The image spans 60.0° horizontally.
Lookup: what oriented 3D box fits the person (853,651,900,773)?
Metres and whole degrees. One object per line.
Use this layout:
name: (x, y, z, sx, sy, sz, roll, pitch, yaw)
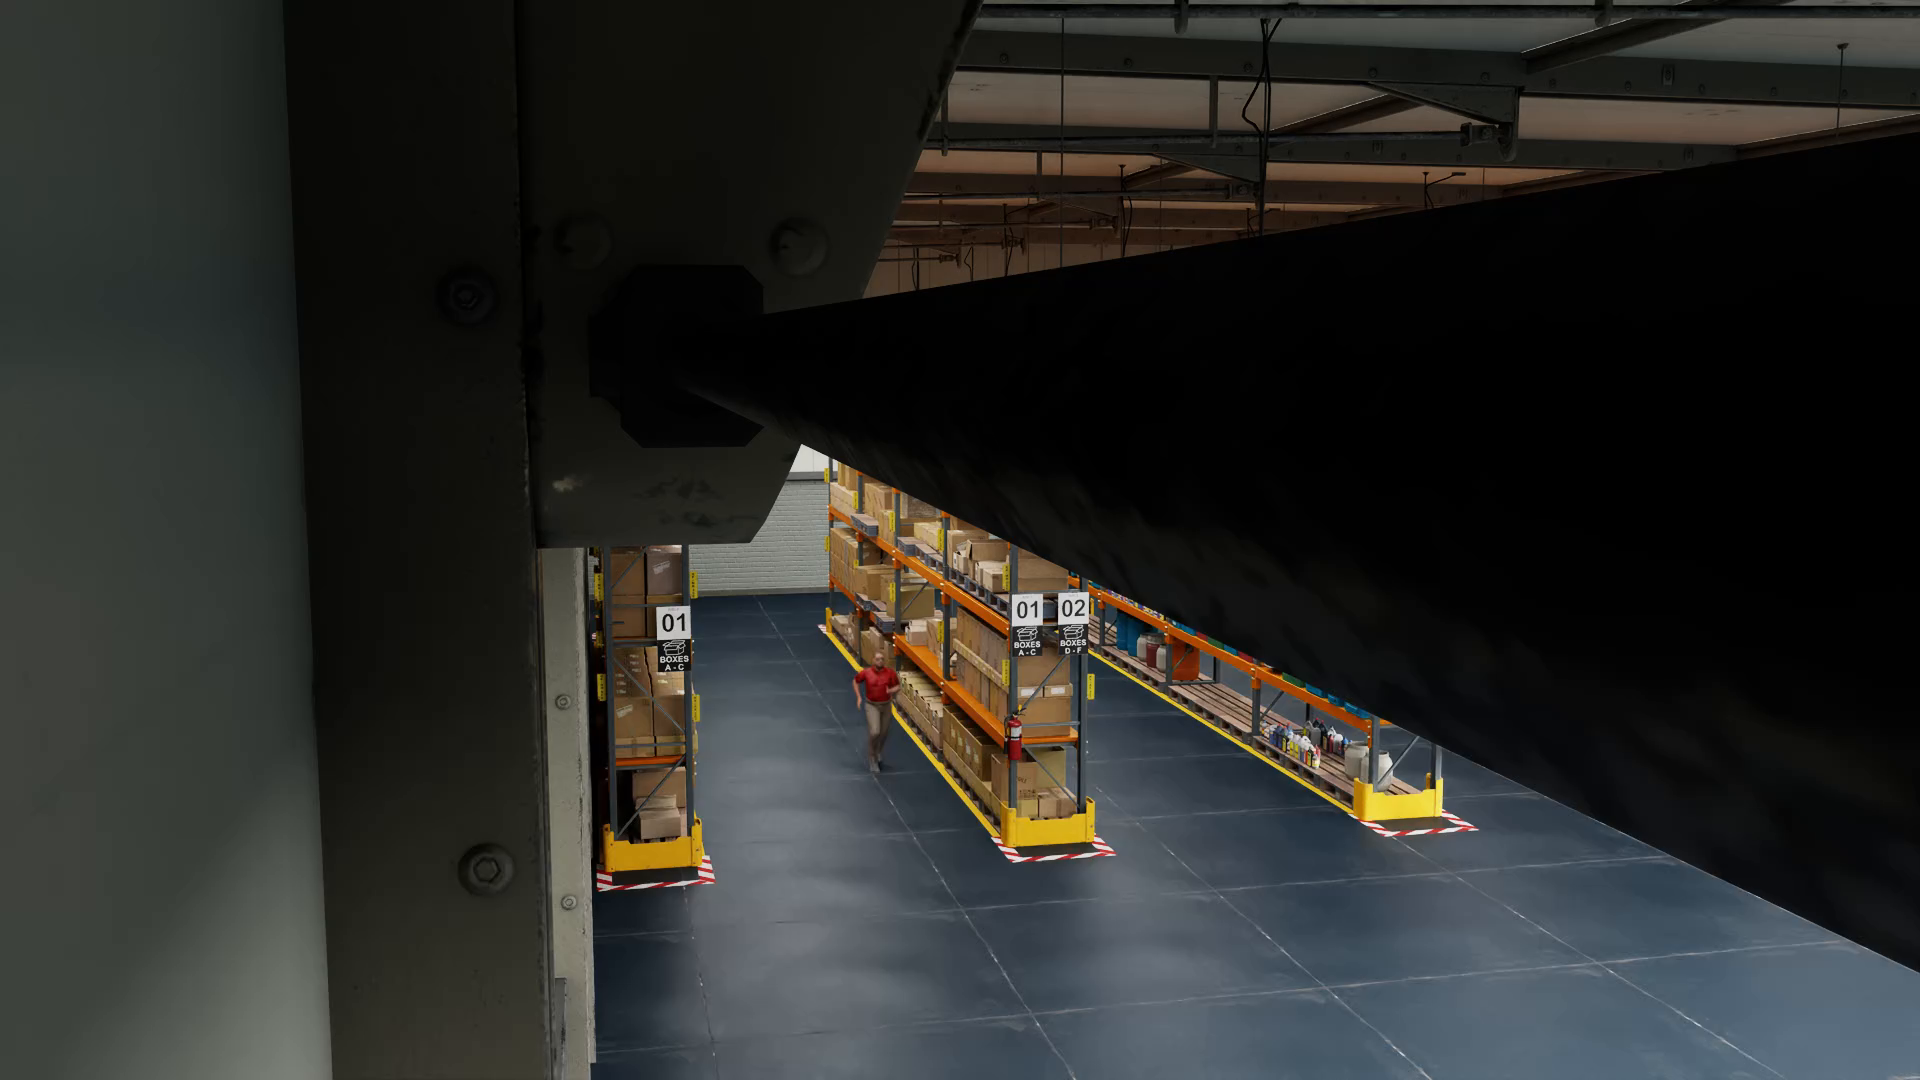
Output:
person: (-1.212, 2.592, 24.754, 0.638, 1.727, 0.773, -3, 7, -21)
